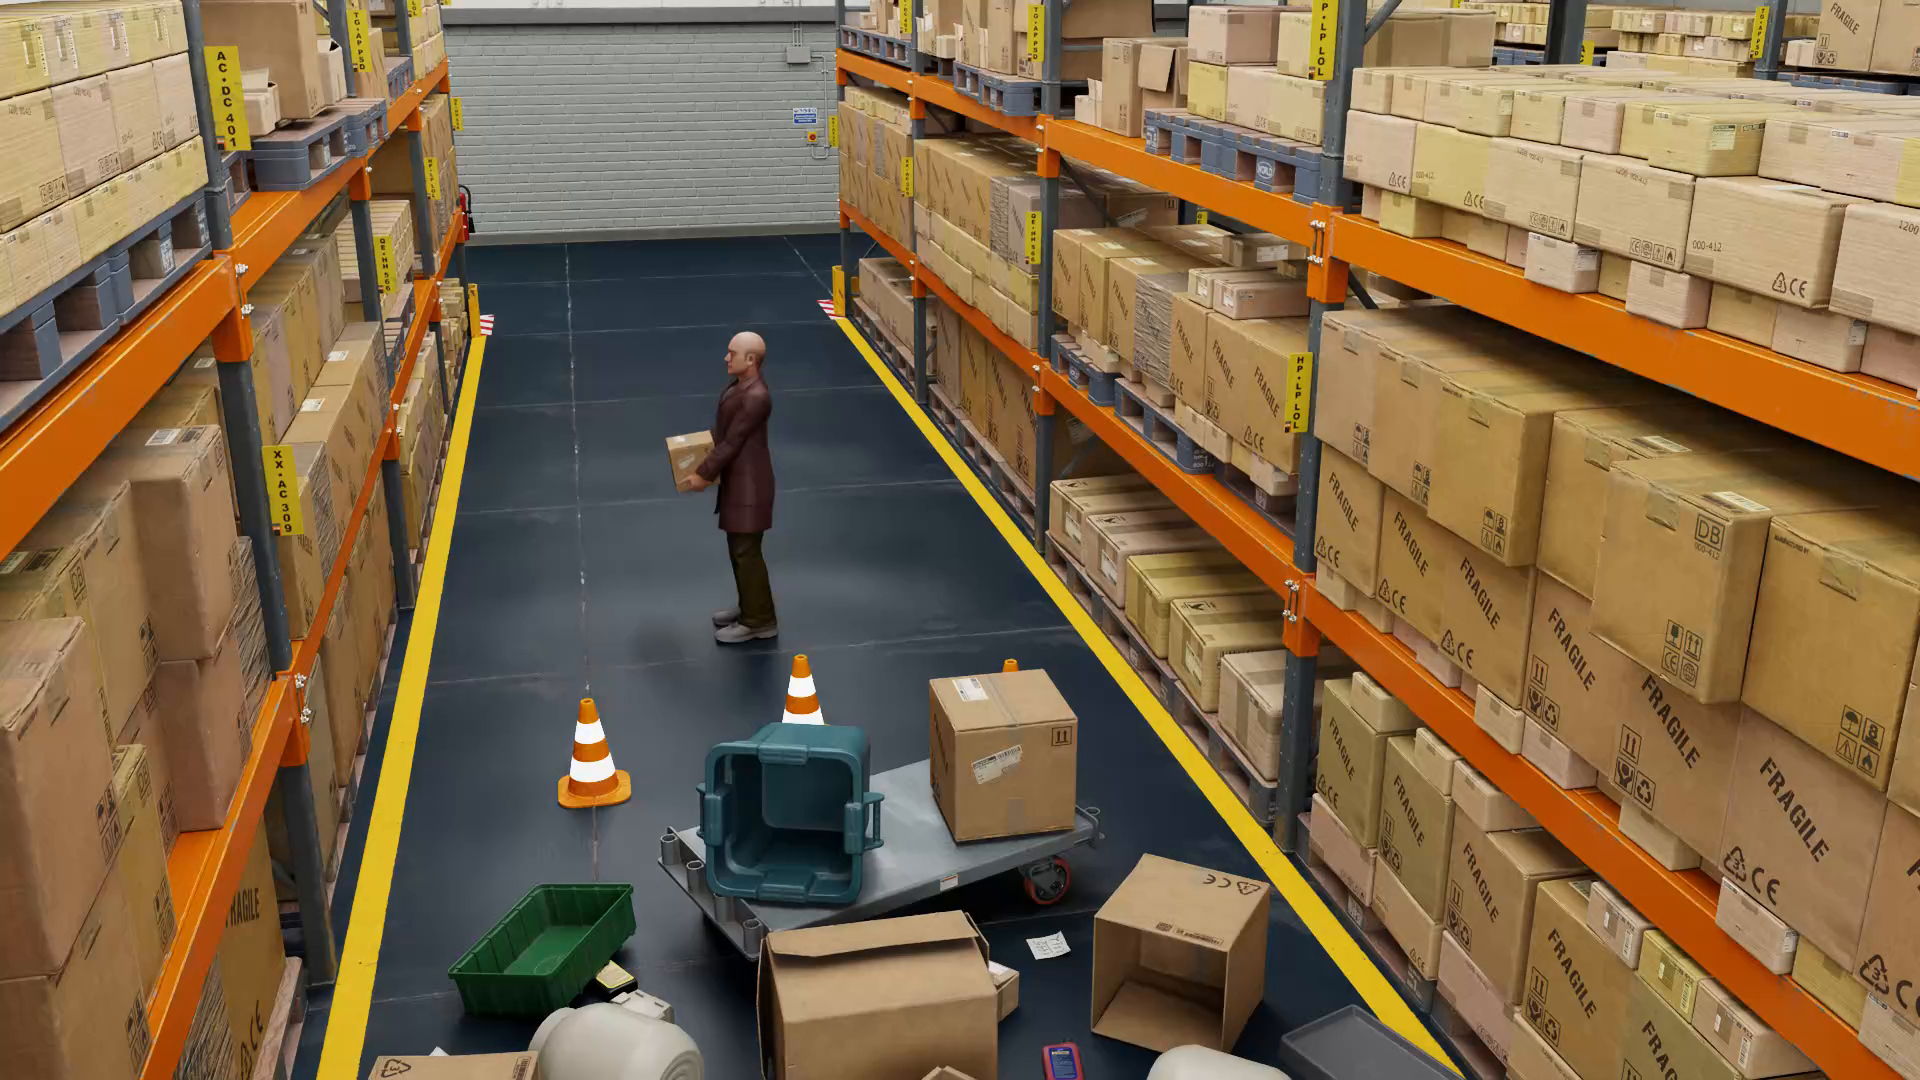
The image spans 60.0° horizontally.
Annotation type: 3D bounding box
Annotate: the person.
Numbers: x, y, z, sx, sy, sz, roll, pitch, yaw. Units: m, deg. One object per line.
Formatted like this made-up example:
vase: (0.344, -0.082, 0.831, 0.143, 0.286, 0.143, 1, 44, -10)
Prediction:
person: (-1.329, -0.300, 9.453, 0.551, 1.778, 0.524, -4, 20, -12)
